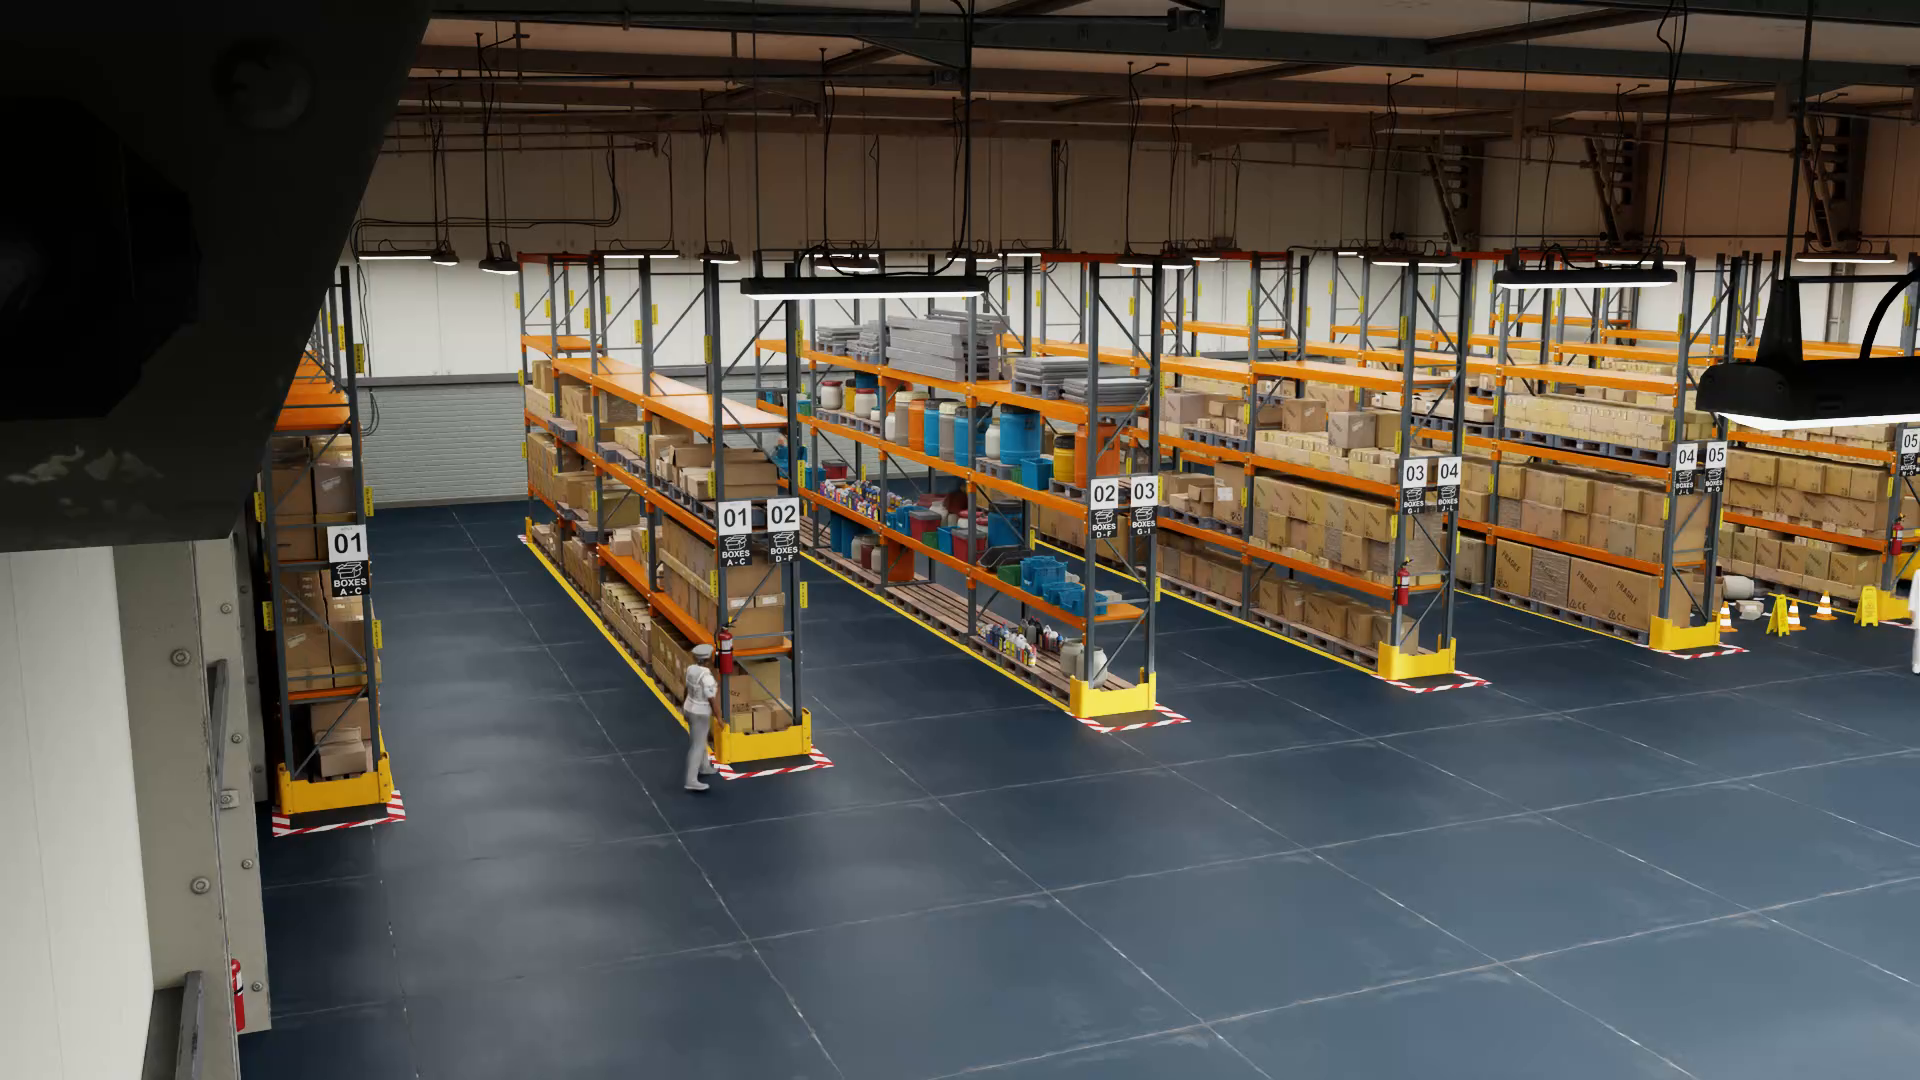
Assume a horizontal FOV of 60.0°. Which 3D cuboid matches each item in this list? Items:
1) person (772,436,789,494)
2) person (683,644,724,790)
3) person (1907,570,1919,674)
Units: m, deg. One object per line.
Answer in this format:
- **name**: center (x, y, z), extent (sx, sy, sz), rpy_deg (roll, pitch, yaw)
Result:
- **person**: center (-4.159, -1.616, 39.137), extent (1.065, 1.674, 0.573), rpy_deg (10, 14, 42)
- **person**: center (-3.026, 2.029, 19.371), extent (0.596, 1.670, 0.687), rpy_deg (-6, 12, -28)
- **person**: center (14.130, 1.096, 24.197), extent (0.618, 1.812, 0.467), rpy_deg (4, 11, 21)
